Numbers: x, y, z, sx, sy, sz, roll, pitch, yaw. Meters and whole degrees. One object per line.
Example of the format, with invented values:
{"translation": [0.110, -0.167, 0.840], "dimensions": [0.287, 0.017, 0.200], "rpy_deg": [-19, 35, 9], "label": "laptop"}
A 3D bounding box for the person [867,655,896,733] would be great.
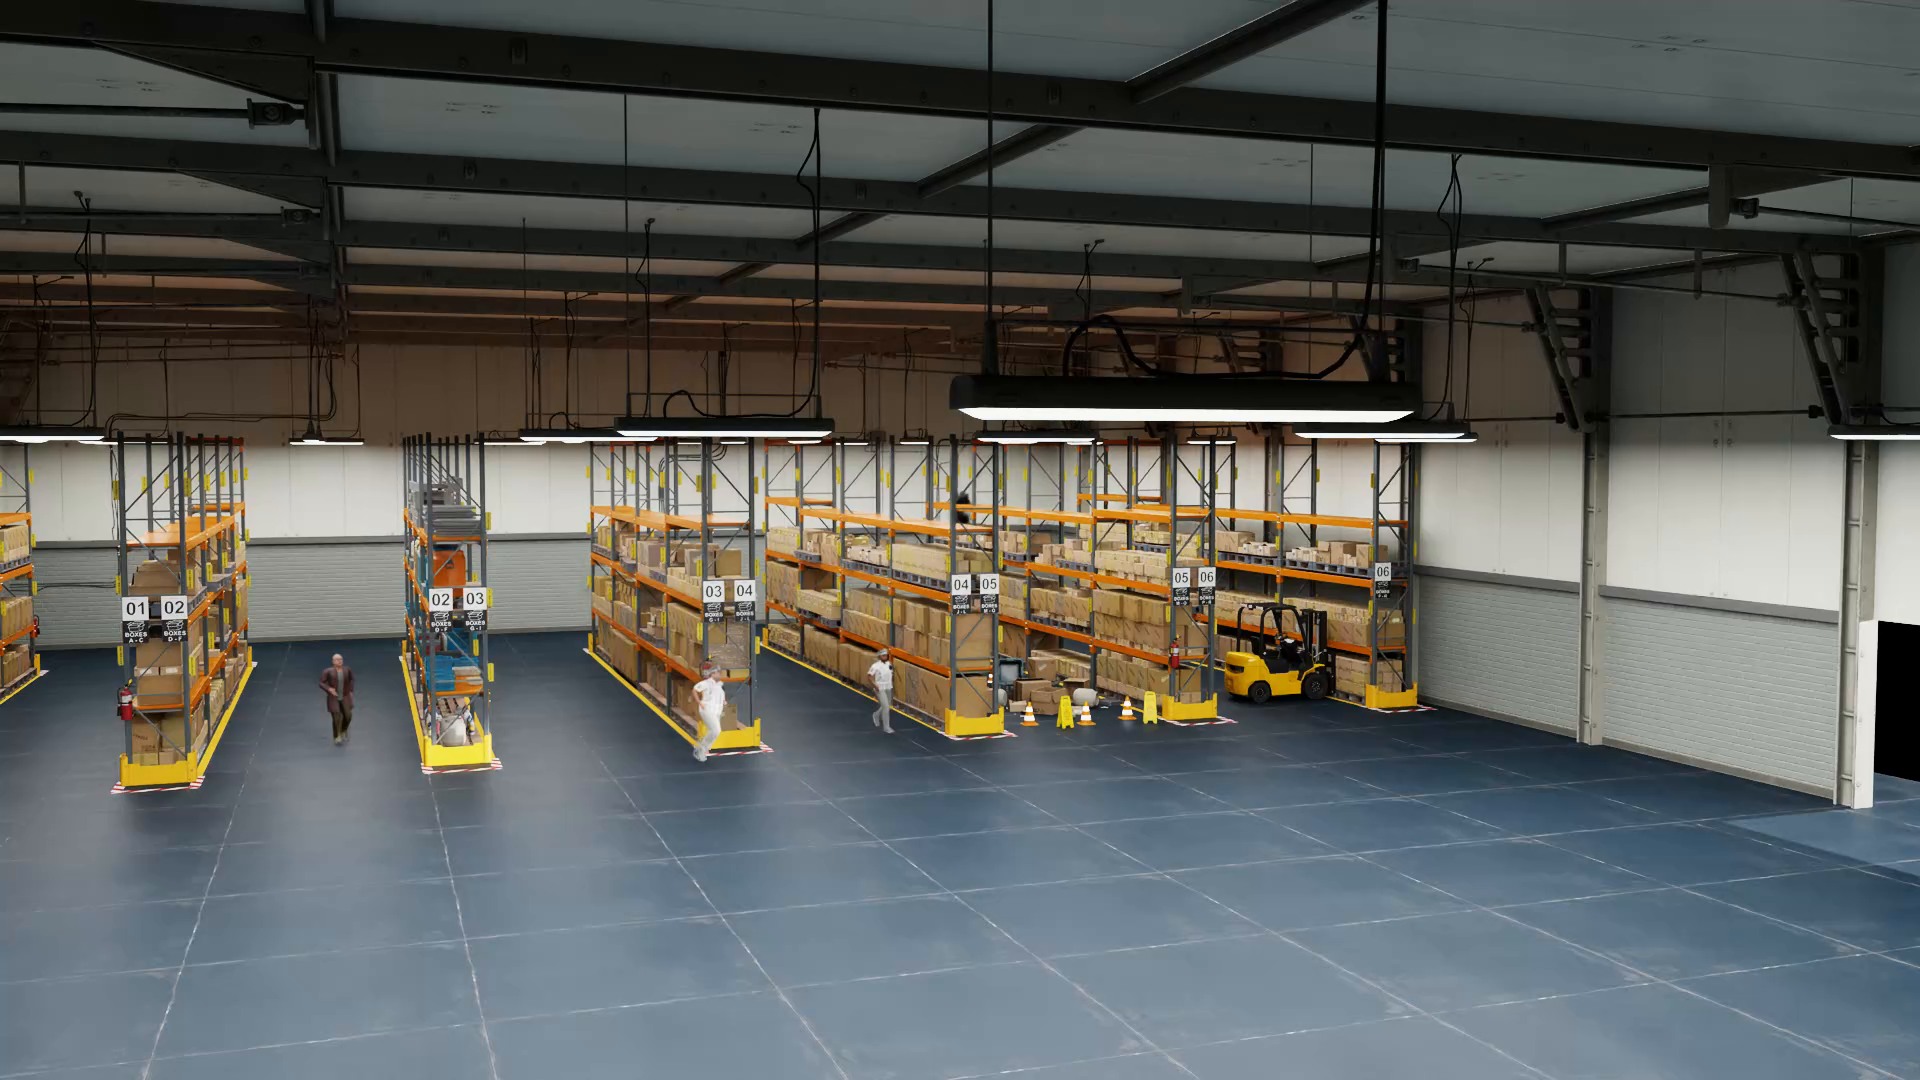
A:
{"translation": [-1.584, 3.042, 33.550], "dimensions": [0.596, 1.645, 0.766], "rpy_deg": [-3, 4, -42], "label": "person"}

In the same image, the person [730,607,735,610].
{"translation": [-6.640, 2.274, 47.582], "dimensions": [0.556, 1.620, 0.489], "rpy_deg": [0, 3, -8], "label": "person"}

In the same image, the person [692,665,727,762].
{"translation": [-4.547, 3.165, 30.507], "dimensions": [0.613, 1.756, 0.679], "rpy_deg": [1, 3, 24], "label": "person"}

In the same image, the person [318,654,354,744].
{"translation": [-11.974, 3.070, 32.049], "dimensions": [0.714, 1.742, 0.635], "rpy_deg": [-2, 4, -35], "label": "person"}
